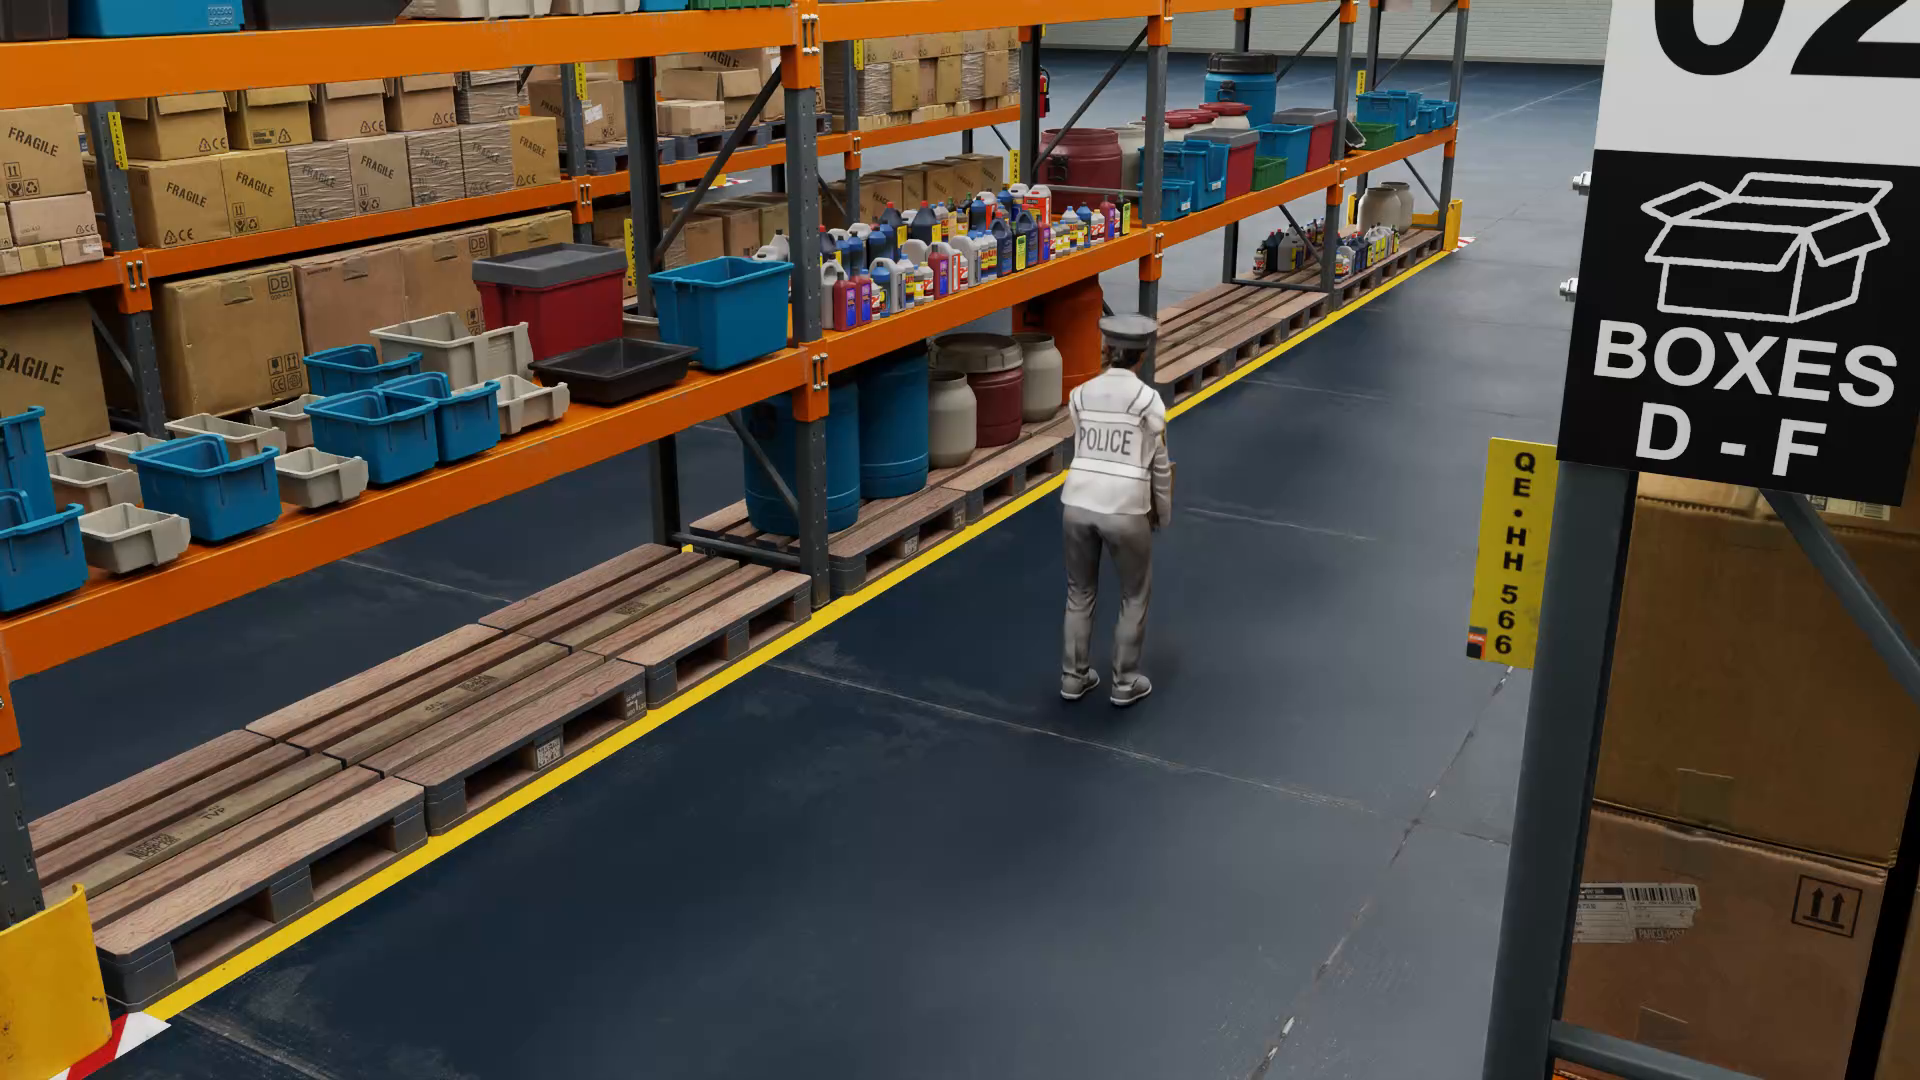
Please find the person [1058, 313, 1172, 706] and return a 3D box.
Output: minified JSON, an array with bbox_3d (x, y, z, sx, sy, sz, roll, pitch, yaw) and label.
[{"bbox_3d":[0.644,-0.115,6.956,0.412,1.630,0.560,10,22,26],"label":"person"}]
